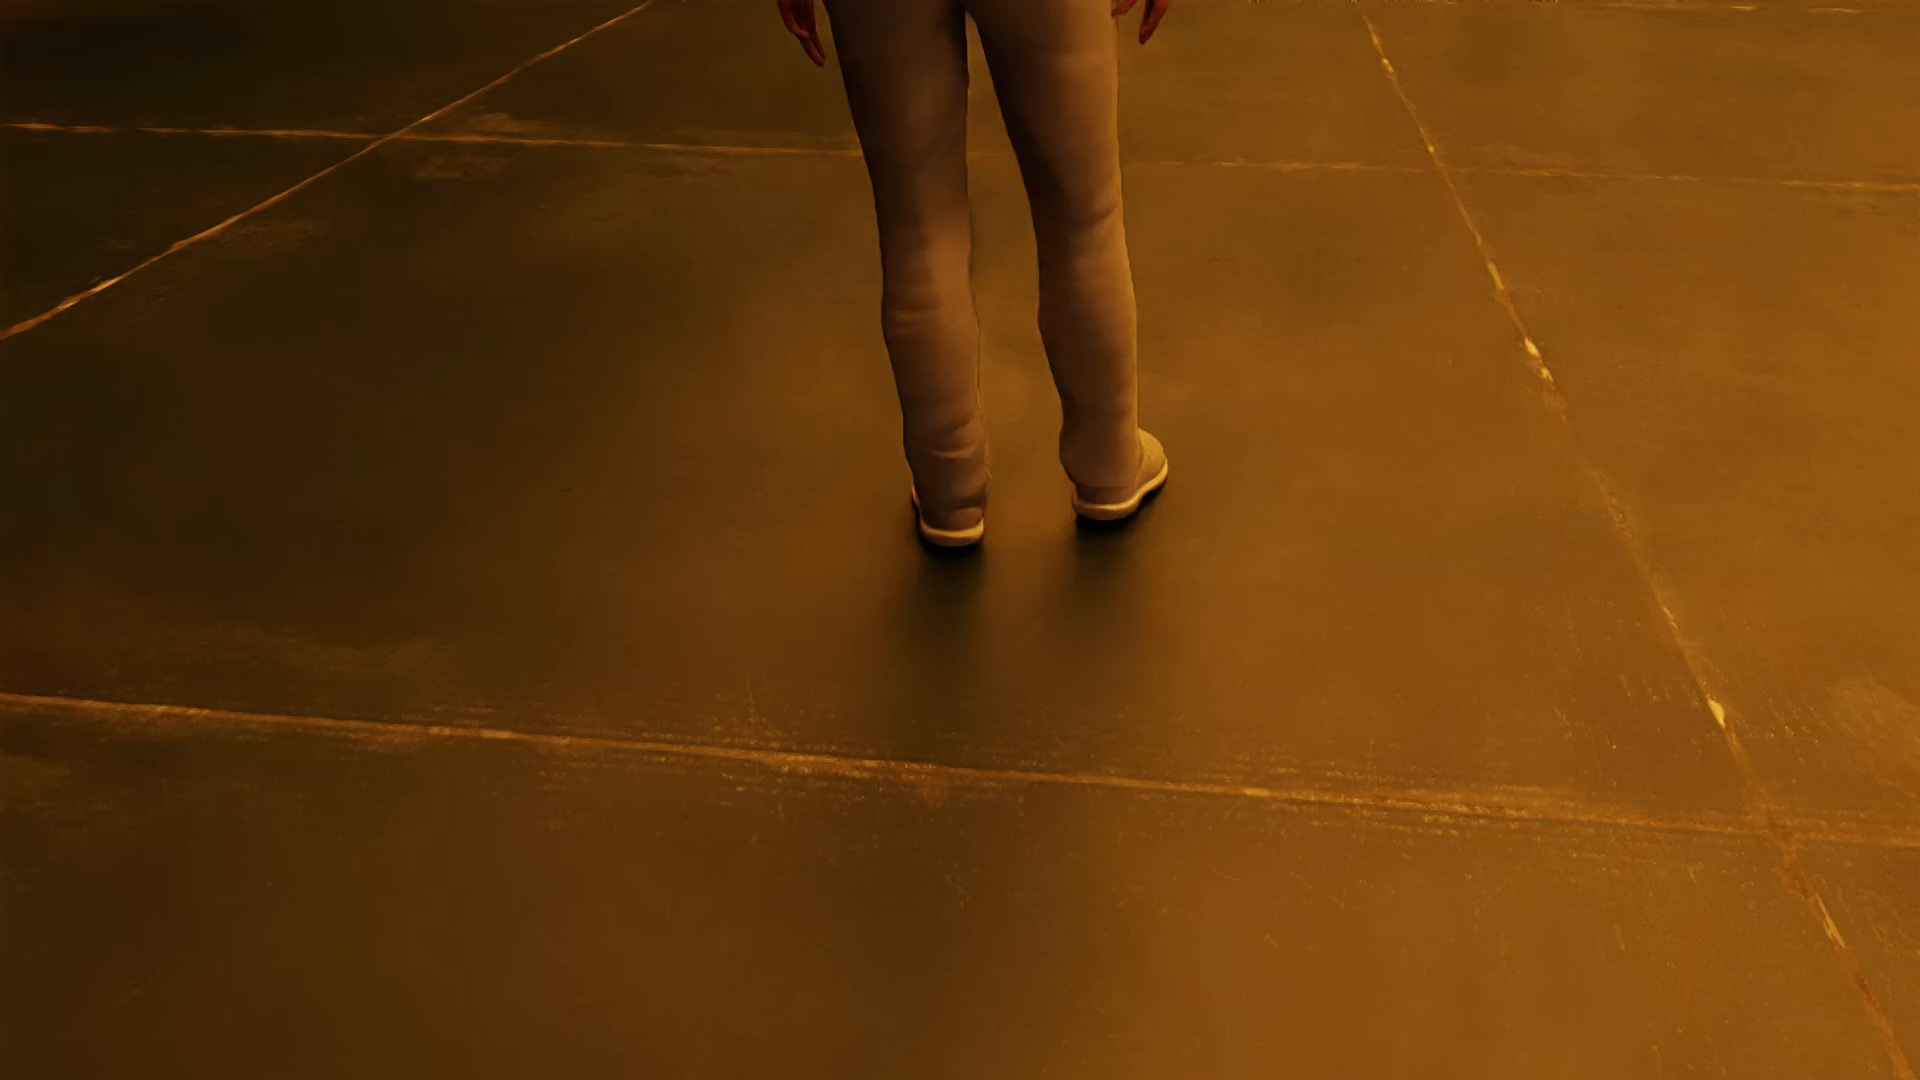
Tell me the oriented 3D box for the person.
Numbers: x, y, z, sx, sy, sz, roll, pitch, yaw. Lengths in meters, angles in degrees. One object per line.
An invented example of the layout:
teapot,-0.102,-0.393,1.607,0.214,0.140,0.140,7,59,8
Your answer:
person,0.029,-0.797,2.183,0.570,1.695,0.529,3,27,7
